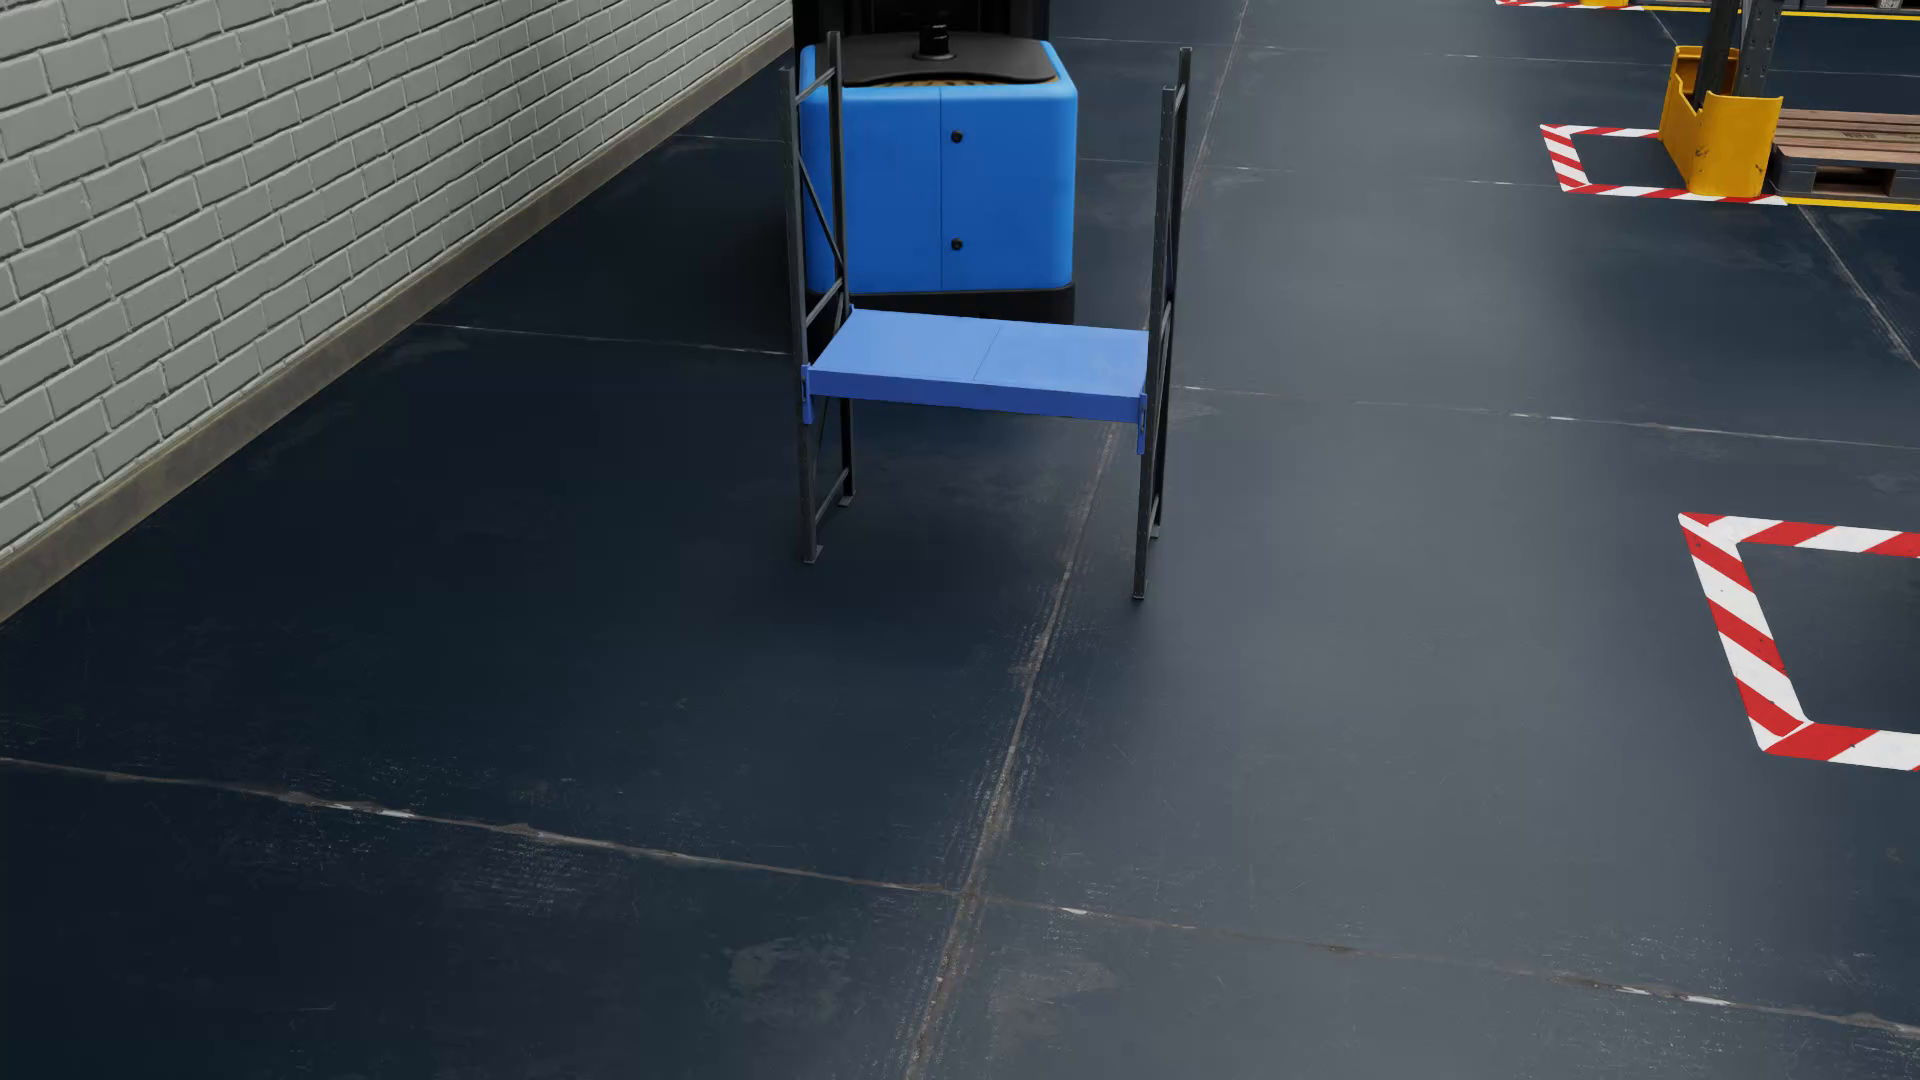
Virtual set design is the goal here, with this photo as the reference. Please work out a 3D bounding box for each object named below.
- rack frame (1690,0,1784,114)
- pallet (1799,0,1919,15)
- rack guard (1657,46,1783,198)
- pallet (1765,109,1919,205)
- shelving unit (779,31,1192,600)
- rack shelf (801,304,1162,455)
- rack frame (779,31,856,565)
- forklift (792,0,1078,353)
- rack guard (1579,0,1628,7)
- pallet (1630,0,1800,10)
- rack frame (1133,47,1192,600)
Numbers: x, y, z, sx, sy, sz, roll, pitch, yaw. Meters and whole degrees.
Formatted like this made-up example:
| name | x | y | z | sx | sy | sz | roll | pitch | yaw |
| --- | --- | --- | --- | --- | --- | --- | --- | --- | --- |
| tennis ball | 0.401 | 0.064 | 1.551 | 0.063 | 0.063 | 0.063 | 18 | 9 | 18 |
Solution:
| name | x | y | z | sx | sy | sz | roll | pitch | yaw |
| --- | --- | --- | --- | --- | --- | --- | --- | --- | --- |
| rack frame | 4.029 | -3.331 | 8.211 | 0.127 | 3.000 | 1.000 | 6 | 29 | 11 |
| pallet | 7.051 | -4.267 | 12.825 | 1.213 | 0.211 | 1.003 | 6 | 29 | 11 |
| rack guard | 4.003 | -2.231 | 8.805 | 0.348 | 0.500 | 1.175 | 6 | 29 | 11 |
| pallet | 4.828 | -2.007 | 8.696 | 1.213 | 0.211 | 1.003 | 6 | 29 | 11 |
| shelving unit | 0.083 | -0.649 | 4.874 | 1.048 | 1.500 | 0.538 | 6 | 29 | 11 |
| rack shelf | 0.083 | -0.492 | 4.961 | 1.000 | 0.185 | 0.538 | 6 | 29 | 11 |
| rack frame | -0.414 | -0.700 | 4.967 | 0.032 | 1.500 | 0.500 | 6 | 29 | 11 |
| forklift | -0.184 | -2.678 | 7.090 | 1.130 | 2.935 | 3.031 | -2 | 29 | -4 |
| rack guard | 5.040 | -4.563 | 13.064 | 0.348 | 0.500 | 1.175 | 6 | 29 | 11 |
| pallet | 5.862 | -4.391 | 13.050 | 1.213 | 0.211 | 1.003 | 6 | 29 | 11 |
| rack frame | 0.581 | -0.598 | 4.781 | 0.032 | 1.500 | 0.500 | 6 | 29 | 11 |
